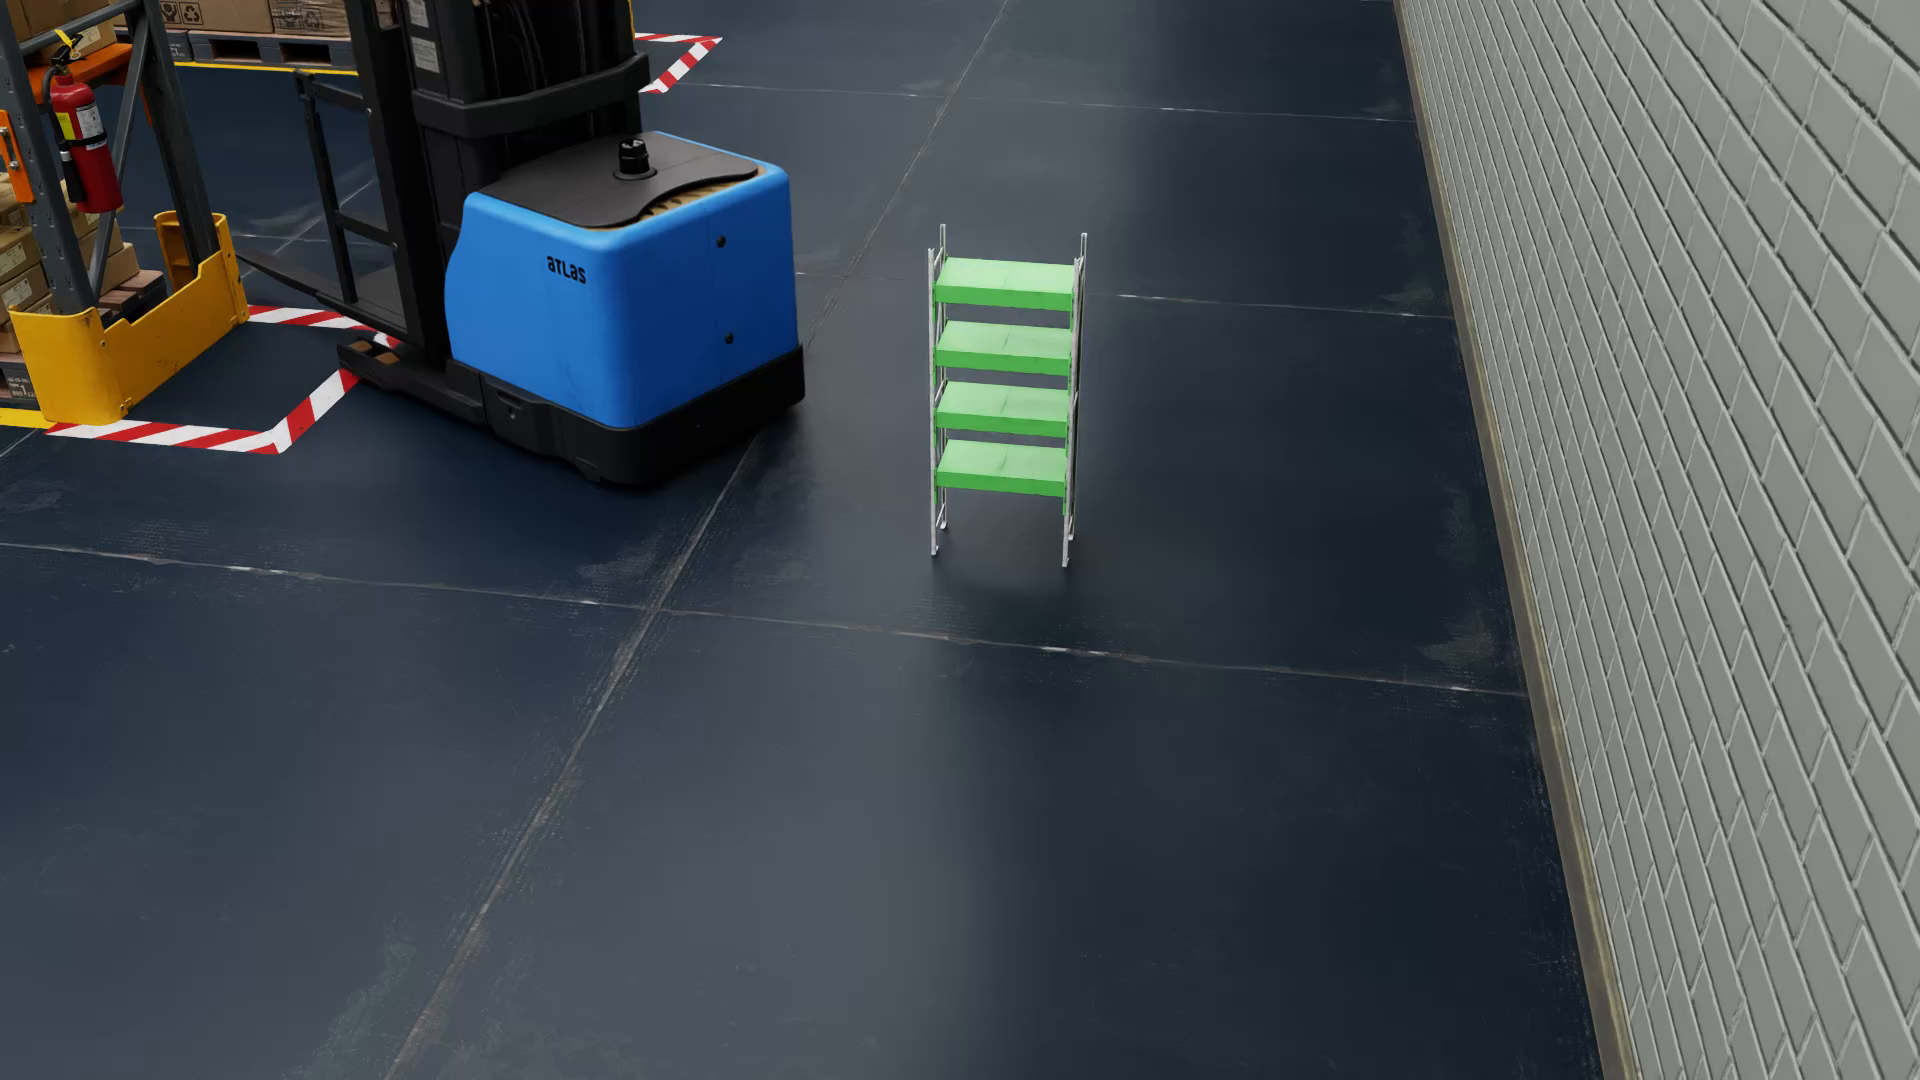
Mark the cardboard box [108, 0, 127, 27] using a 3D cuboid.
[{"bbox_3d":[-5.948,-4.181,11.709,0.875,0.875,0.875,5,32,8],"label":"cardboard box"}]

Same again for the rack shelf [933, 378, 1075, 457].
[{"bbox_3d":[0.163,-0.440,5.942,0.480,0.148,0.258,5,32,8],"label":"rack shelf"}]

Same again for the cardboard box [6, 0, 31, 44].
[{"bbox_3d":[-4.063,-2.136,6.461,0.500,0.500,0.500,6,33,9],"label":"cardboard box"}]

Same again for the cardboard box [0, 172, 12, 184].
[{"bbox_3d":[-4.555,-1.560,7.645,0.250,0.149,0.380,5,32,8],"label":"cardboard box"}]

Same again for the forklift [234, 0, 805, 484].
[{"bbox_3d":[-2.130,-2.091,6.828,3.031,2.935,1.130,23,39,32],"label":"forklift"}]

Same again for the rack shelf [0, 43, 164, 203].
[{"bbox_3d":[-5.548,-1.936,7.194,4.000,0.370,1.077,5,32,8],"label":"rack shelf"}]

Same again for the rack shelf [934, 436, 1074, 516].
[{"bbox_3d":[0.163,-0.236,6.069,0.480,0.148,0.258,5,32,8],"label":"rack shelf"}]

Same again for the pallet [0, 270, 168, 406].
[{"bbox_3d":[-4.446,-0.978,7.614,1.213,0.211,1.003,5,32,8],"label":"pallet"}]

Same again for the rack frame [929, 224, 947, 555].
[{"bbox_3d":[-0.077,-0.516,5.943,0.015,1.200,0.240,5,32,8],"label":"rack frame"}]

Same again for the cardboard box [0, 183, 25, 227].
[{"bbox_3d":[-4.328,-1.470,7.502,0.250,0.149,0.380,6,33,9],"label":"cardboard box"}]

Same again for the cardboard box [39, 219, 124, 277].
[{"bbox_3d":[-4.050,-1.339,7.573,0.250,0.149,0.380,6,33,10],"label":"cardboard box"}]

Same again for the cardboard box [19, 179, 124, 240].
[{"bbox_3d":[-4.036,-1.509,7.563,0.250,0.149,0.380,4,32,6],"label":"cardboard box"}]

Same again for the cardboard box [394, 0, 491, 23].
[{"bbox_3d":[-3.287,-3.940,11.324,0.875,0.875,0.875,5,32,8],"label":"cardboard box"}]

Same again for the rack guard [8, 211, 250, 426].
[{"bbox_3d":[-3.652,-1.010,7.392,0.348,0.500,1.175,5,32,8],"label":"rack guard"}]

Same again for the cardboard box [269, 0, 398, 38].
[{"bbox_3d":[-4.184,-4.021,11.454,0.875,0.875,0.875,5,32,8],"label":"cardboard box"}]

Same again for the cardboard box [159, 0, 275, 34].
[{"bbox_3d":[-5.061,-4.101,11.581,0.875,0.875,0.875,5,32,8],"label":"cardboard box"}]

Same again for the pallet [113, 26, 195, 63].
[{"bbox_3d":[-5.849,-3.714,11.984,1.213,0.211,1.003,5,32,8],"label":"pallet"}]

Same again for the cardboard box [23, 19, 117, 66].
[{"bbox_3d":[-3.841,-2.156,7.104,0.250,0.149,0.380,5,32,8],"label":"cardboard box"}]

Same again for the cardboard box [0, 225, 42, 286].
[{"bbox_3d":[-4.141,-1.199,7.069,0.250,0.149,0.380,6,32,9],"label":"cardboard box"}]

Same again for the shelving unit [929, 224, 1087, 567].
[{"bbox_3d":[0.163,-0.494,5.908,0.503,1.200,0.258,5,32,8],"label":"shelving unit"}]

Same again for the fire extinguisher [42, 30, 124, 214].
[{"bbox_3d":[-3.406,-1.608,6.416,0.183,0.674,0.296,5,32,8],"label":"fire extinguisher"}]

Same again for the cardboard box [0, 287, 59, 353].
[{"bbox_3d":[-4.131,-0.970,7.263,0.250,0.149,0.380,6,32,9],"label":"cardboard box"}]

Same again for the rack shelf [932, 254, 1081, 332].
[{"bbox_3d":[0.163,-0.847,5.687,0.480,0.148,0.258,5,32,8],"label":"rack shelf"}]

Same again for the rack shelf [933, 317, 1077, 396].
[{"bbox_3d":[0.163,-0.643,5.815,0.480,0.148,0.258,5,32,8],"label":"rack shelf"}]

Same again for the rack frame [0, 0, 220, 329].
[{"bbox_3d":[-3.577,-2.062,6.718,0.127,3.000,1.000,5,32,8],"label":"rack frame"}]

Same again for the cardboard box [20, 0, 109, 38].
[{"bbox_3d":[-3.973,-2.415,6.907,0.500,0.500,0.500,7,33,11],"label":"cardboard box"}]

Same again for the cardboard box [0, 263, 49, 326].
[{"bbox_3d":[-4.145,-1.056,7.120,0.250,0.149,0.380,4,32,7],"label":"cardboard box"}]

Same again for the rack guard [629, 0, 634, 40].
[{"bbox_3d":[-2.619,-3.586,11.507,0.348,0.500,1.175,5,32,8],"label":"rack guard"}]

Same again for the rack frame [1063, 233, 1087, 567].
[{"bbox_3d":[0.404,-0.472,5.873,0.015,1.200,0.240,5,32,8],"label":"rack frame"}]

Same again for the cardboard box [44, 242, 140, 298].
[{"bbox_3d":[-4.039,-1.246,7.705,0.250,0.149,0.380,6,33,9],"label":"cardboard box"}]

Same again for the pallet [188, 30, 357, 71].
[{"bbox_3d":[-4.643,-3.606,11.812,1.213,0.211,1.003,5,32,8],"label":"pallet"}]
